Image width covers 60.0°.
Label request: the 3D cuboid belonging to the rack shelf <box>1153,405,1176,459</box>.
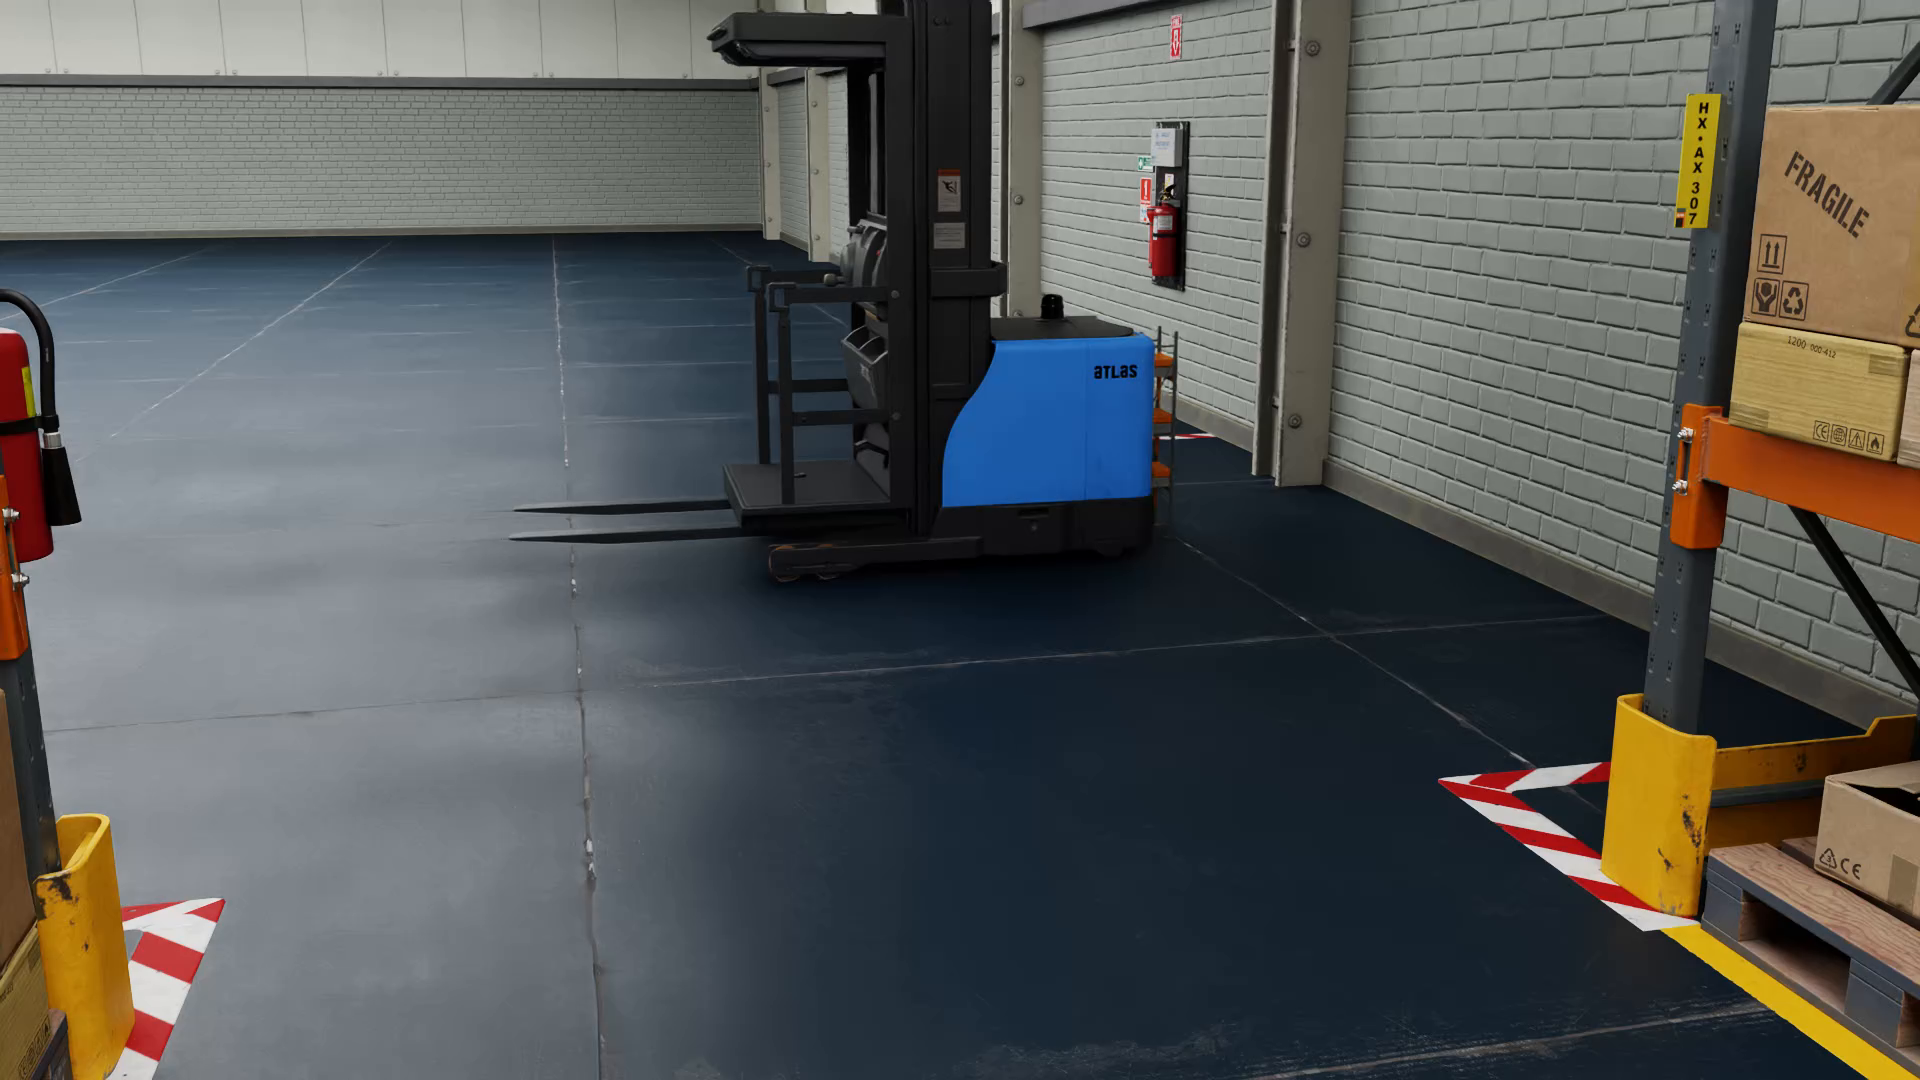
[{"bbox_3d":[0.956,-0.538,8.461,0.215,0.259,0.240,-3,14,-12],"label":"rack shelf"}]

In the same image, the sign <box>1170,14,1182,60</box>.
[{"bbox_3d":[1.515,-3.529,11.668,0.001,0.298,0.199,-3,14,-13],"label":"sign"}]

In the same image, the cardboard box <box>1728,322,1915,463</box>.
[{"bbox_3d":[2.173,-0.359,3.851,0.500,0.250,0.500,-4,14,-15],"label":"cardboard box"}]

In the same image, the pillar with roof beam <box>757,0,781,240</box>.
[{"bbox_3d":[-7.858,-10.034,30.539,9.100,9.000,0.400,-3,14,-13],"label":"pillar with roof beam"}]

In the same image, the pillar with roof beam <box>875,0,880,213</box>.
[{"bbox_3d":[-5.040,-7.266,19.207,9.100,9.000,0.400,-3,14,-13],"label":"pillar with roof beam"}]

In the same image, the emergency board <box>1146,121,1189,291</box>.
[{"bbox_3d":[1.420,-2.396,11.913,0.194,1.169,0.643,-3,14,-13],"label":"emergency board"}]

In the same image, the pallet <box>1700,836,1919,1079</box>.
[{"bbox_3d":[2.541,1.009,3.853,1.003,0.211,1.213,-3,14,-13],"label":"pallet"}]

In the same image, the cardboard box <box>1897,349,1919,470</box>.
[{"bbox_3d":[2.309,-0.240,3.364,0.500,0.250,0.500,-4,14,-15],"label":"cardboard box"}]

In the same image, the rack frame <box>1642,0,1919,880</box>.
[{"bbox_3d":[2.367,-0.553,4.369,1.000,3.000,0.127,-3,14,-13],"label":"rack frame"}]

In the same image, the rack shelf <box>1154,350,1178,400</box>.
[{"bbox_3d":[0.956,-0.814,8.394,0.215,0.259,0.240,-3,14,-12],"label":"rack shelf"}]

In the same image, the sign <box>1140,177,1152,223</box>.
[{"bbox_3d":[1.390,-2.546,12.454,0.001,0.329,0.234,-3,14,-13],"label":"sign"}]

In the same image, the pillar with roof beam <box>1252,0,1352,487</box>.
[{"bbox_3d":[-2.222,-4.498,7.876,9.100,9.000,0.400,-3,14,-13],"label":"pillar with roof beam"}]

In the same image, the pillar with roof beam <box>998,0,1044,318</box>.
[{"bbox_3d":[-3.631,-5.882,13.542,9.100,9.000,0.400,-3,14,-13],"label":"pillar with roof beam"}]

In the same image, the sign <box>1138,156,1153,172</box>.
[{"bbox_3d":[1.383,-2.802,12.385,0.001,0.109,0.331,-3,14,-13],"label":"sign"}]

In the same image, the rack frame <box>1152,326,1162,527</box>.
[{"bbox_3d":[0.929,-0.576,8.574,0.200,1.050,0.008,-3,14,-12],"label":"rack frame"}]

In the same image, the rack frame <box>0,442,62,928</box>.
[{"bbox_3d":[-2.447,-0.276,3.235,1.000,3.000,0.127,-3,14,-13],"label":"rack frame"}]

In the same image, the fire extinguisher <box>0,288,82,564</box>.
[{"bbox_3d":[-2.024,-0.291,3.462,0.296,0.674,0.183,-3,14,-13],"label":"fire extinguisher"}]

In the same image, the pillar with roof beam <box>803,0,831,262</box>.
[{"bbox_3d":[-6.449,-8.650,24.873,9.100,9.000,0.400,-3,14,-13],"label":"pillar with roof beam"}]

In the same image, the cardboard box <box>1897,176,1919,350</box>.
[{"bbox_3d":[2.293,-0.612,3.307,0.500,0.500,0.500,-3,14,-13],"label":"cardboard box"}]

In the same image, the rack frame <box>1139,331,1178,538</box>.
[{"bbox_3d":[0.982,-0.520,8.343,0.200,1.050,0.008,-3,14,-12],"label":"rack frame"}]

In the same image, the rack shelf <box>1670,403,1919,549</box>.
[{"bbox_3d":[2.837,0.258,2.565,1.077,0.370,4.000,-3,14,-13],"label":"rack shelf"}]

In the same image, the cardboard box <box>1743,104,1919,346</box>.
[{"bbox_3d":[2.187,-0.727,3.776,0.500,0.500,0.500,-3,14,-13],"label":"cardboard box"}]

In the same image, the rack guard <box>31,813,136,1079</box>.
[{"bbox_3d":[-2.453,0.933,3.554,1.175,0.500,0.348,-3,14,-13],"label":"rack guard"}]

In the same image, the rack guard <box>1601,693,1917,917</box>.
[{"bbox_3d":[2.385,0.679,4.593,1.175,0.500,0.348,-3,14,-13],"label":"rack guard"}]

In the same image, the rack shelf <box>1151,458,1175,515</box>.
[{"bbox_3d":[0.955,-0.268,8.527,0.215,0.259,0.240,-3,14,-12],"label":"rack shelf"}]

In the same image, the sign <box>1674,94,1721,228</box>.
[{"bbox_3d":[1.840,-0.943,4.142,0.100,0.325,0.005,-3,14,-13],"label":"sign"}]

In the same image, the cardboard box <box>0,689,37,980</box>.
[{"bbox_3d":[-2.032,0.599,2.984,0.500,0.500,0.500,-3,14,-13],"label":"cardboard box"}]

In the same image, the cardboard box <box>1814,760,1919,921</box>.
[{"bbox_3d":[2.442,0.704,3.962,0.500,0.311,0.500,-5,15,-20],"label":"cardboard box"}]

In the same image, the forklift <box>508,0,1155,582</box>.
[{"bbox_3d":[-0.636,-1.369,7.856,3.031,2.935,1.130,-3,14,-12],"label":"forklift"}]

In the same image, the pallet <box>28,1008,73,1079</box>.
[{"bbox_3d":[-2.227,1.253,2.853,1.003,0.211,1.213,-3,14,-13],"label":"pallet"}]

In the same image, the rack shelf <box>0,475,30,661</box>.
[{"bbox_3d":[-1.978,0.535,1.432,1.077,0.370,4.000,-3,14,-13],"label":"rack shelf"}]

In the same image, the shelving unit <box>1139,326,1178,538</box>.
[{"bbox_3d":[0.956,-0.548,8.459,0.215,1.050,0.252,-3,14,-12],"label":"shelving unit"}]

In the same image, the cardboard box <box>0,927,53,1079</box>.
[{"bbox_3d":[-2.034,0.963,3.072,0.500,0.250,0.500,-3,14,-13],"label":"cardboard box"}]
